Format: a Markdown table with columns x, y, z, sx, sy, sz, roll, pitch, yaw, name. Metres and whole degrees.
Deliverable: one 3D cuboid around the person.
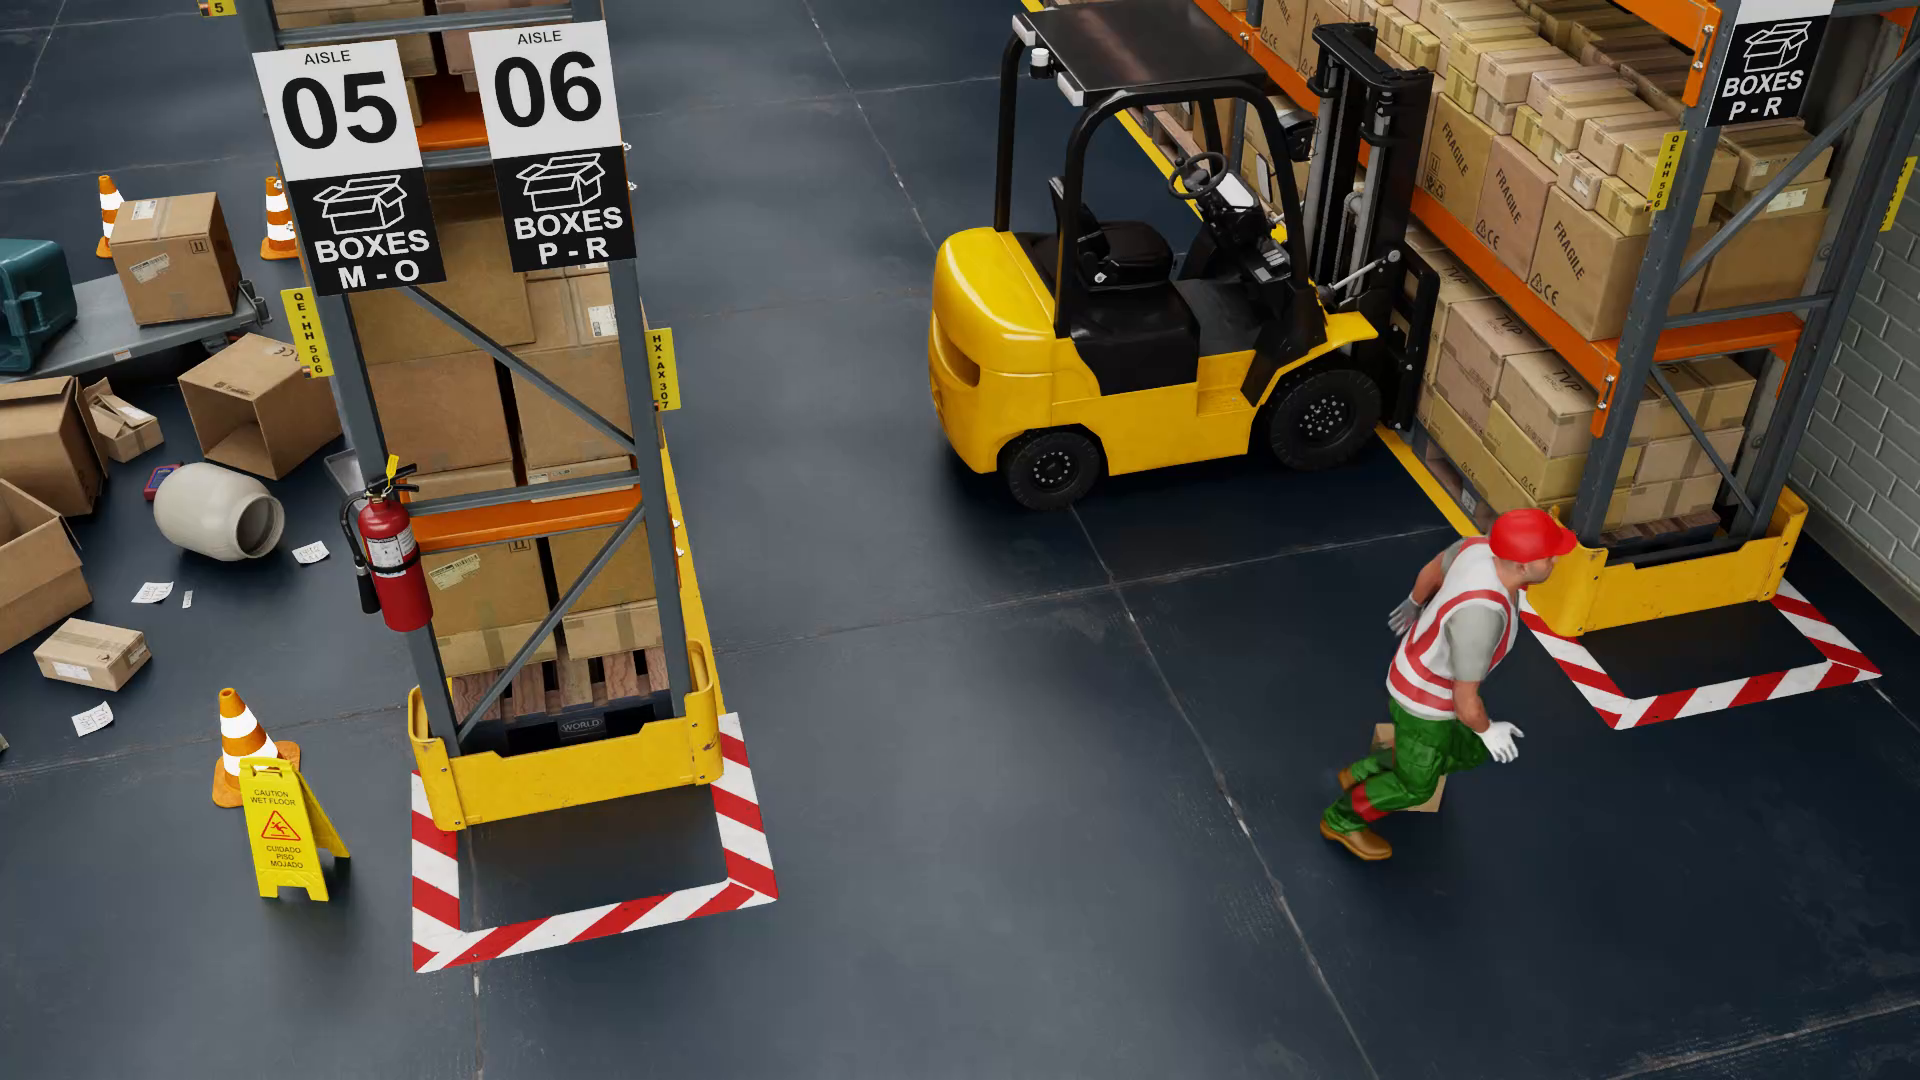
| x | y | z | sx | sy | sz | roll | pitch | yaw | name |
| --- | --- | --- | --- | --- | --- | --- | --- | --- | --- |
| 1.770 | 0.524 | 6.098 | 0.647 | 1.690 | 0.700 | 17 | 41 | 20 | person |
